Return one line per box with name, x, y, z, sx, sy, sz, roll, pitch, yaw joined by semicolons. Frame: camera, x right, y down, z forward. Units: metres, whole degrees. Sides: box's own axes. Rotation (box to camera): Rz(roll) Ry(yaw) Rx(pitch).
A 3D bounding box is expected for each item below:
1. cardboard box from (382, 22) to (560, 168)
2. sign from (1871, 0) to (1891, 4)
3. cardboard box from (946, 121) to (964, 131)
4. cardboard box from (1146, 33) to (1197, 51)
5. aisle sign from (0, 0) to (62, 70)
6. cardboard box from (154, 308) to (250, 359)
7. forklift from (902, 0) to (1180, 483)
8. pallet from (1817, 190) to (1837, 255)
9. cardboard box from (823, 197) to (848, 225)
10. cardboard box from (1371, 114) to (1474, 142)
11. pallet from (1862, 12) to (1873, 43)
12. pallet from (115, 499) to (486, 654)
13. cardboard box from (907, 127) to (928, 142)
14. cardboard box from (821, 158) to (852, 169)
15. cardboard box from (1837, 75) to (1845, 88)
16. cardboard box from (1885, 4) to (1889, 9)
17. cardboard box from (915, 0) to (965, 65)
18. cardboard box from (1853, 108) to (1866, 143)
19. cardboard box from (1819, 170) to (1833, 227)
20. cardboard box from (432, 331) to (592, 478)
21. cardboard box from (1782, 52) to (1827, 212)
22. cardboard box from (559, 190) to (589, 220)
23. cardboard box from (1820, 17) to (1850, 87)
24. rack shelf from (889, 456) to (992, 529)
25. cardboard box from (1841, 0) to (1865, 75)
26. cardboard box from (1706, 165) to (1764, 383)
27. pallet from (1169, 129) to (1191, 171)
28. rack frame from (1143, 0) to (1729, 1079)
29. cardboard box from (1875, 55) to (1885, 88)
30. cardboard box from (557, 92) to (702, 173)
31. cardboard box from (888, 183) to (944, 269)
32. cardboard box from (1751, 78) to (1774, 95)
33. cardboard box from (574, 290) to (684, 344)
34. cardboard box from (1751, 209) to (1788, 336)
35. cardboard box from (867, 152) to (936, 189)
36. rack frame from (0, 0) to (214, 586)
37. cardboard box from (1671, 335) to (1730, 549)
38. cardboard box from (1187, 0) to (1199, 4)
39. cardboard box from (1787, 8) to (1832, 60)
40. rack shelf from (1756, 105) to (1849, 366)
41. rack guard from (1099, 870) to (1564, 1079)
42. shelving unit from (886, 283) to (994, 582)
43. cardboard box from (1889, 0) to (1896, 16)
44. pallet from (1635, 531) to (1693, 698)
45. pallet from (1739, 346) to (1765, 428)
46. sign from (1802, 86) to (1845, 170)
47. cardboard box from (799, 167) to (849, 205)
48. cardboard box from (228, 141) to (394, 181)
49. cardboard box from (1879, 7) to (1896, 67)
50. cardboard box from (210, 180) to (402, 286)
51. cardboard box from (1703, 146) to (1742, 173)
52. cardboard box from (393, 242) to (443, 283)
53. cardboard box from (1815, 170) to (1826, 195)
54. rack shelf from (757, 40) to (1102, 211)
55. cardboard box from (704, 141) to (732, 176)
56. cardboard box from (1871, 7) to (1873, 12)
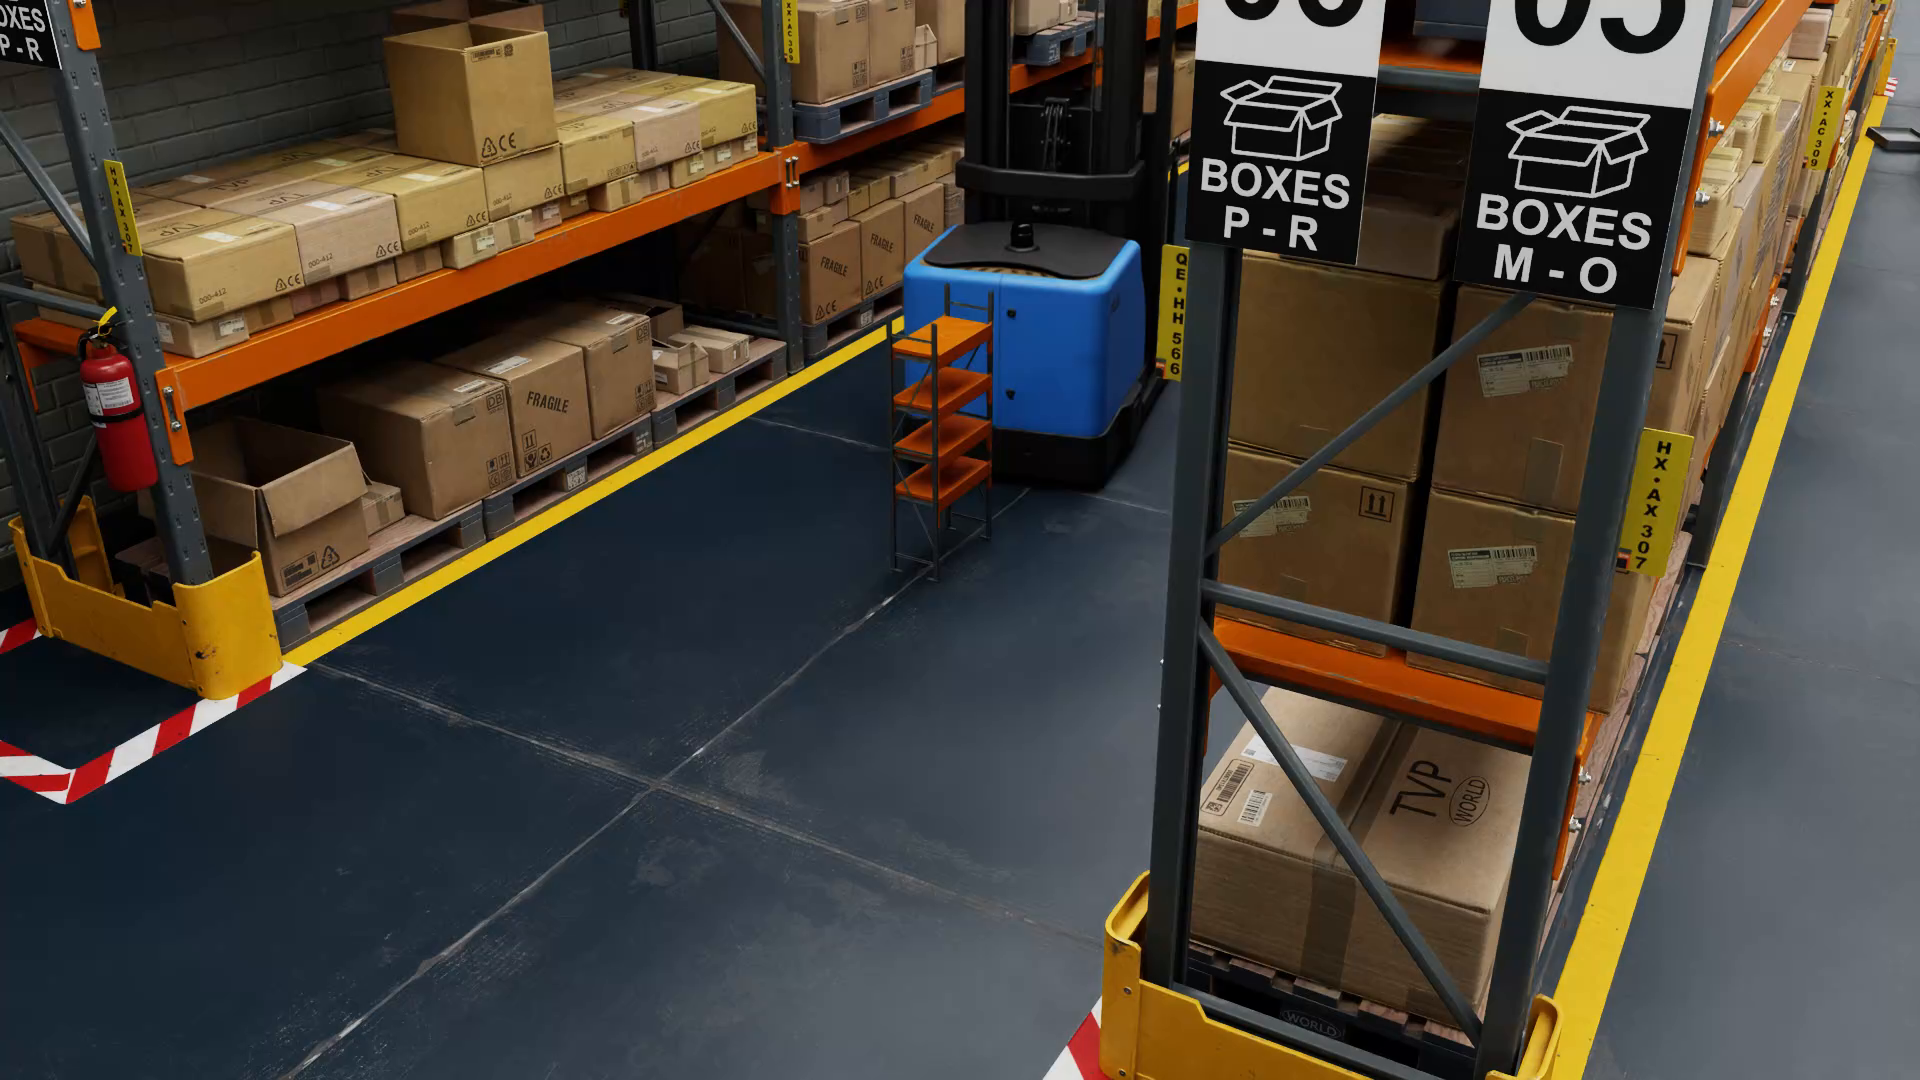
cardboard box;-2.150;-1.973;7.338;0.500;0.500;0.500;15;30;27
sign;5.398;-3.293;9.683;0.100;0.325;0.005;14;30;26
cardboard box;0.123;-2.800;11.592;0.380;0.149;0.250;15;30;28
cardboard box;1.923;-4.166;14.904;0.875;0.625;0.625;14;30;26
aisle sign;-3.123;-1.941;5.372;0.394;0.787;0.004;14;30;26
cardboard box;-2.945;-0.825;6.328;0.380;0.149;0.250;14;30;26
forklift;0.630;-2.229;8.929;1.130;2.935;3.031;8;28;15
pallet;5.900;-2.427;12.362;1.003;0.211;1.213;14;30;26
cardboard box;-0.900;-1.995;9.983;0.380;0.149;0.250;13;30;25
cardboard box;1.298;-1.056;4.556;0.380;0.149;0.250;15;30;27
pallet;5.852;-3.591;11.786;1.003;0.211;1.213;14;30;26
pallet;-2.916;0.037;7.441;1.003;0.211;1.213;14;30;26
cardboard box;-0.445;-2.803;11.597;0.380;0.149;0.250;14;30;25
cardboard box;-0.925;-2.397;10.786;0.380;0.149;0.250;15;30;27
cardboard box;4.158;-2.201;8.404;0.500;0.250;0.500;13;29;25
cardboard box;7.316;-4.394;13.458;0.380;0.149;0.250;14;30;26
cardboard box;-0.304;-3.308;10.426;0.700;0.500;0.500;14;30;26
cardboard box;7.407;-3.583;14.160;0.500;0.250;0.500;13;29;24
cardboard box;5.556;-2.416;11.692;0.950;0.372;0.625;14;30;25
cardboard box;-2.160;-0.666;8.052;0.500;0.500;0.500;15;30;27
cardboard box;2.954;-1.584;6.335;0.500;0.500;0.500;14;30;26
cardboard box;-2.009;-1.645;7.967;0.380;0.149;0.250;15;30;27
cardboard box;3.413;-1.937;7.040;0.500;0.500;0.500;15;30;27
rack shelf;-0.081;-0.234;7.472;0.258;0.148;0.480;14;30;26
cardboard box;4.392;-2.735;8.633;0.500;0.500;0.500;14;30;26
cardboard box;1.957;-0.799;4.767;0.500;0.500;0.500;14;30;26
pallet;1.630;-3.526;14.559;1.003;0.211;1.213;14;30;26
rack frame;0.978;0.222;3.956;1.000;3.000;0.127;14;30;26
cardboard box;8.674;-4.588;16.167;0.500;0.250;0.500;14;30;26
cardboard box;-1.649;-2.044;8.317;0.500;0.250;0.500;14;30;26
cardboard box;-0.441;-2.041;10.799;0.500;0.500;0.500;13;29;25
cardboard box;2.280;-1.345;5.133;0.380;0.149;0.250;14;30;26
cardboard box;-1.908;-1.209;9.348;0.500;0.311;0.500;15;30;28
cardboard box;2.940;-1.145;6.574;0.500;0.500;0.500;14;30;27
cardboard box;-0.382;-2.392;10.777;0.380;0.149;0.250;15;30;28
rack frame;-3.345;-0.870;6.136;1.000;3.000;0.127;14;30;26
cardboard box;1.955;-0.344;4.975;0.500;0.500;0.500;14;30;26
cardboard box;1.777;-4.638;13.833;0.500;0.250;0.500;15;30;28
cardboard box;3.071;-1.929;6.299;0.380;0.149;0.250;14;30;25
rack shelf;3.930;-1.795;8.788;1.077;0.370;4.000;14;30;26
rack guard;0.966;1.349;4.496;1.175;0.500;0.348;14;30;26
shelving unit;-0.081;-0.472;7.353;0.258;1.200;0.503;14;30;26
cardboard box;8.302;-4.870;15.168;0.380;0.149;0.250;16;31;28
pallet;2.504;0.189;7.136;1.003;0.211;1.213;14;30;26
pallet;3.859;-0.885;9.281;1.003;0.211;1.213;14;30;26
sign;3.430;-1.638;6.615;0.100;0.325;0.005;14;30;26
cardboard box;-0.883;-2.115;9.890;0.380;0.149;0.250;13;29;24
cardboard box;-2.848;-1.566;7.362;0.500;0.250;0.500;15;30;28
cardboard box;8.428;-4.733;15.620;0.500;0.500;0.500;15;30;28
cardboard box;-2.640;-1.250;6.731;0.500;0.250;0.500;15;30;27
cardboard box;1.802;-0.938;4.319;0.380;0.149;0.250;13;29;24
cardboard box;-2.457;-1.234;7.145;0.380;0.149;0.250;15;30;27
cardboard box;4.165;-1.974;8.510;0.500;0.250;0.500;14;30;25
rack shelf;-0.394;-2.886;10.968;1.077;0.370;4.000;14;30;26
cardboard box;-1.424;-2.030;8.735;0.380;0.149;0.250;15;30;27
cardboard box;6.354;-3.874;11.950;0.380;0.149;0.250;14;30;26
